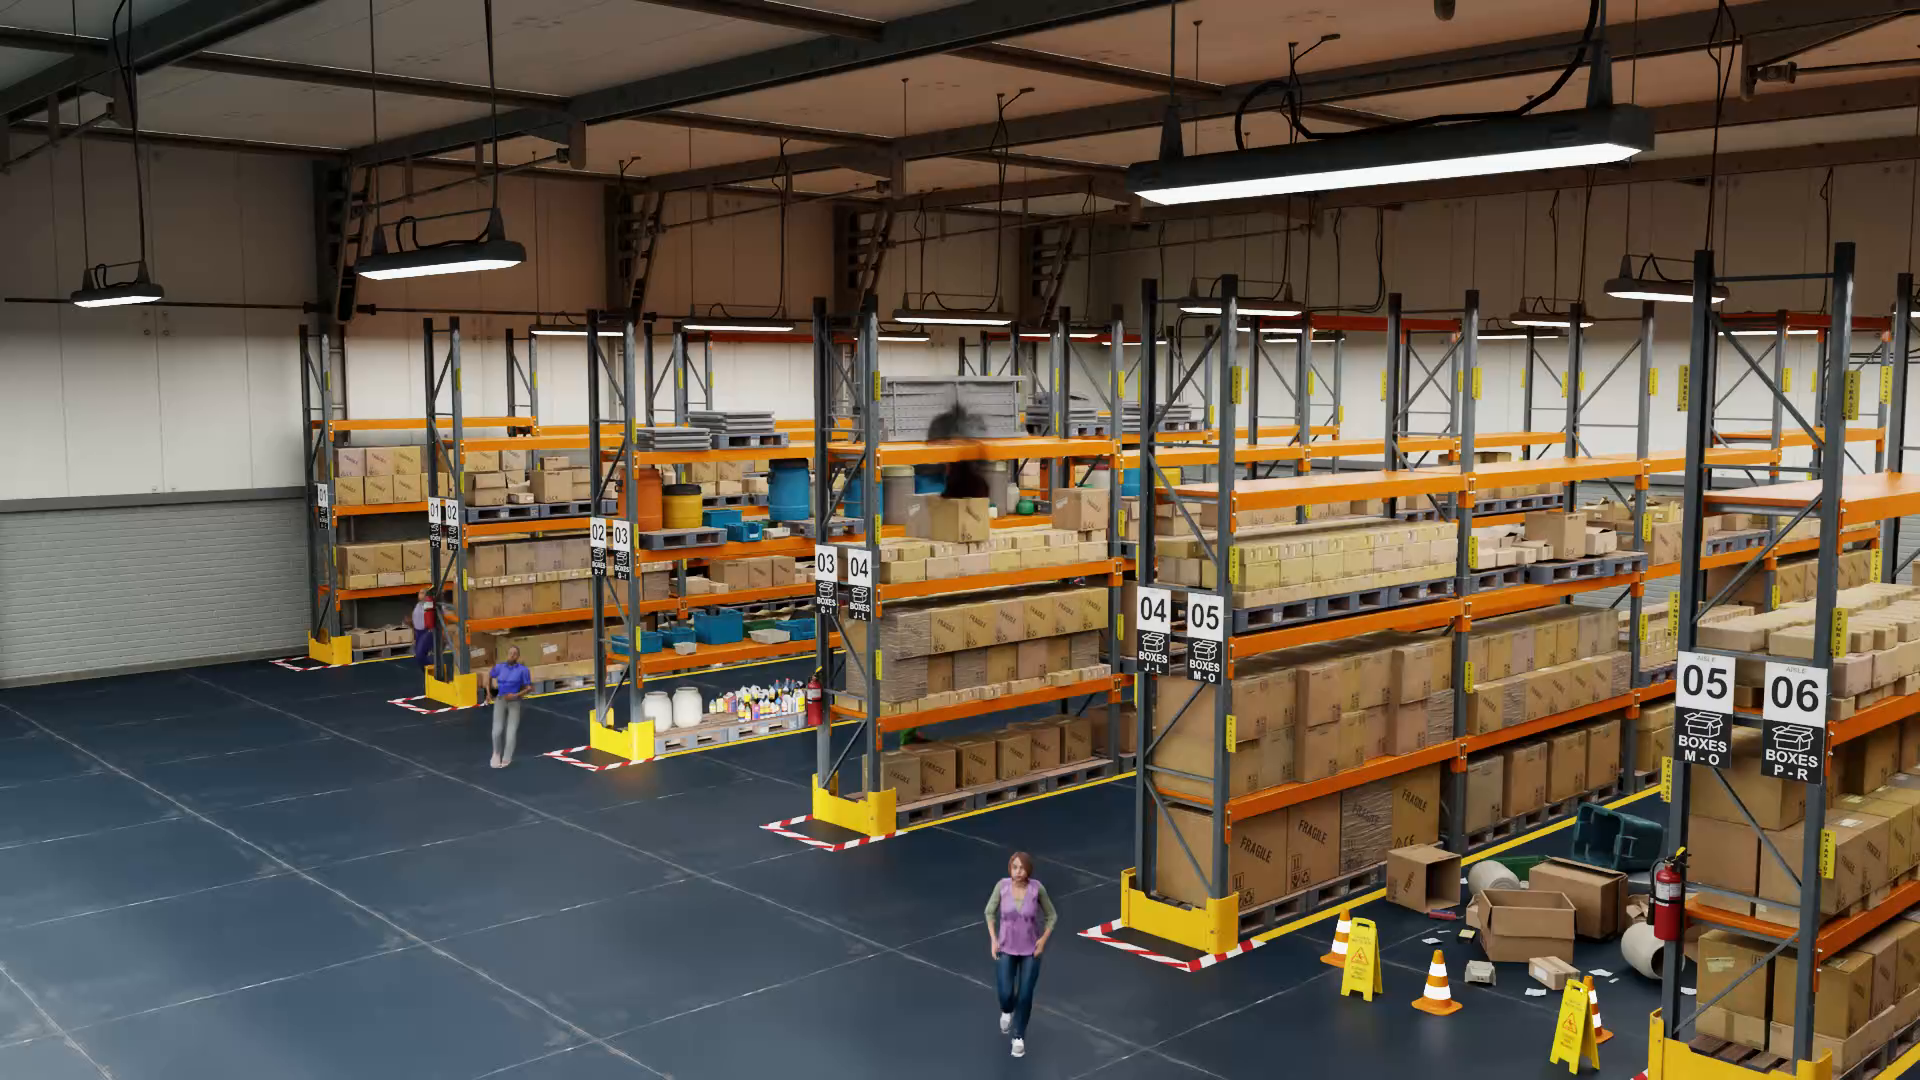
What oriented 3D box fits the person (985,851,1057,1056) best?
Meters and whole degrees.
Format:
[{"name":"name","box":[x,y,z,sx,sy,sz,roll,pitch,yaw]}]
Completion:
[{"name":"person","box":[0.460,3.123,12.634,0.553,1.570,0.537,0,6,4]}]

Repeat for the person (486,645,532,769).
[{"name":"person","box":[-5.879,2.218,21.681,0.591,1.528,0.574,-1,6,-11]}]

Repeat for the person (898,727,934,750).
[{"name":"person","box":[-0.618,2.122,21.292,0.664,1.773,0.964,5,8,42]}]

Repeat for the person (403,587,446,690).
[{"name":"person","box":[-8.778,1.616,27.246,0.595,1.687,0.622,4,7,38]}]
